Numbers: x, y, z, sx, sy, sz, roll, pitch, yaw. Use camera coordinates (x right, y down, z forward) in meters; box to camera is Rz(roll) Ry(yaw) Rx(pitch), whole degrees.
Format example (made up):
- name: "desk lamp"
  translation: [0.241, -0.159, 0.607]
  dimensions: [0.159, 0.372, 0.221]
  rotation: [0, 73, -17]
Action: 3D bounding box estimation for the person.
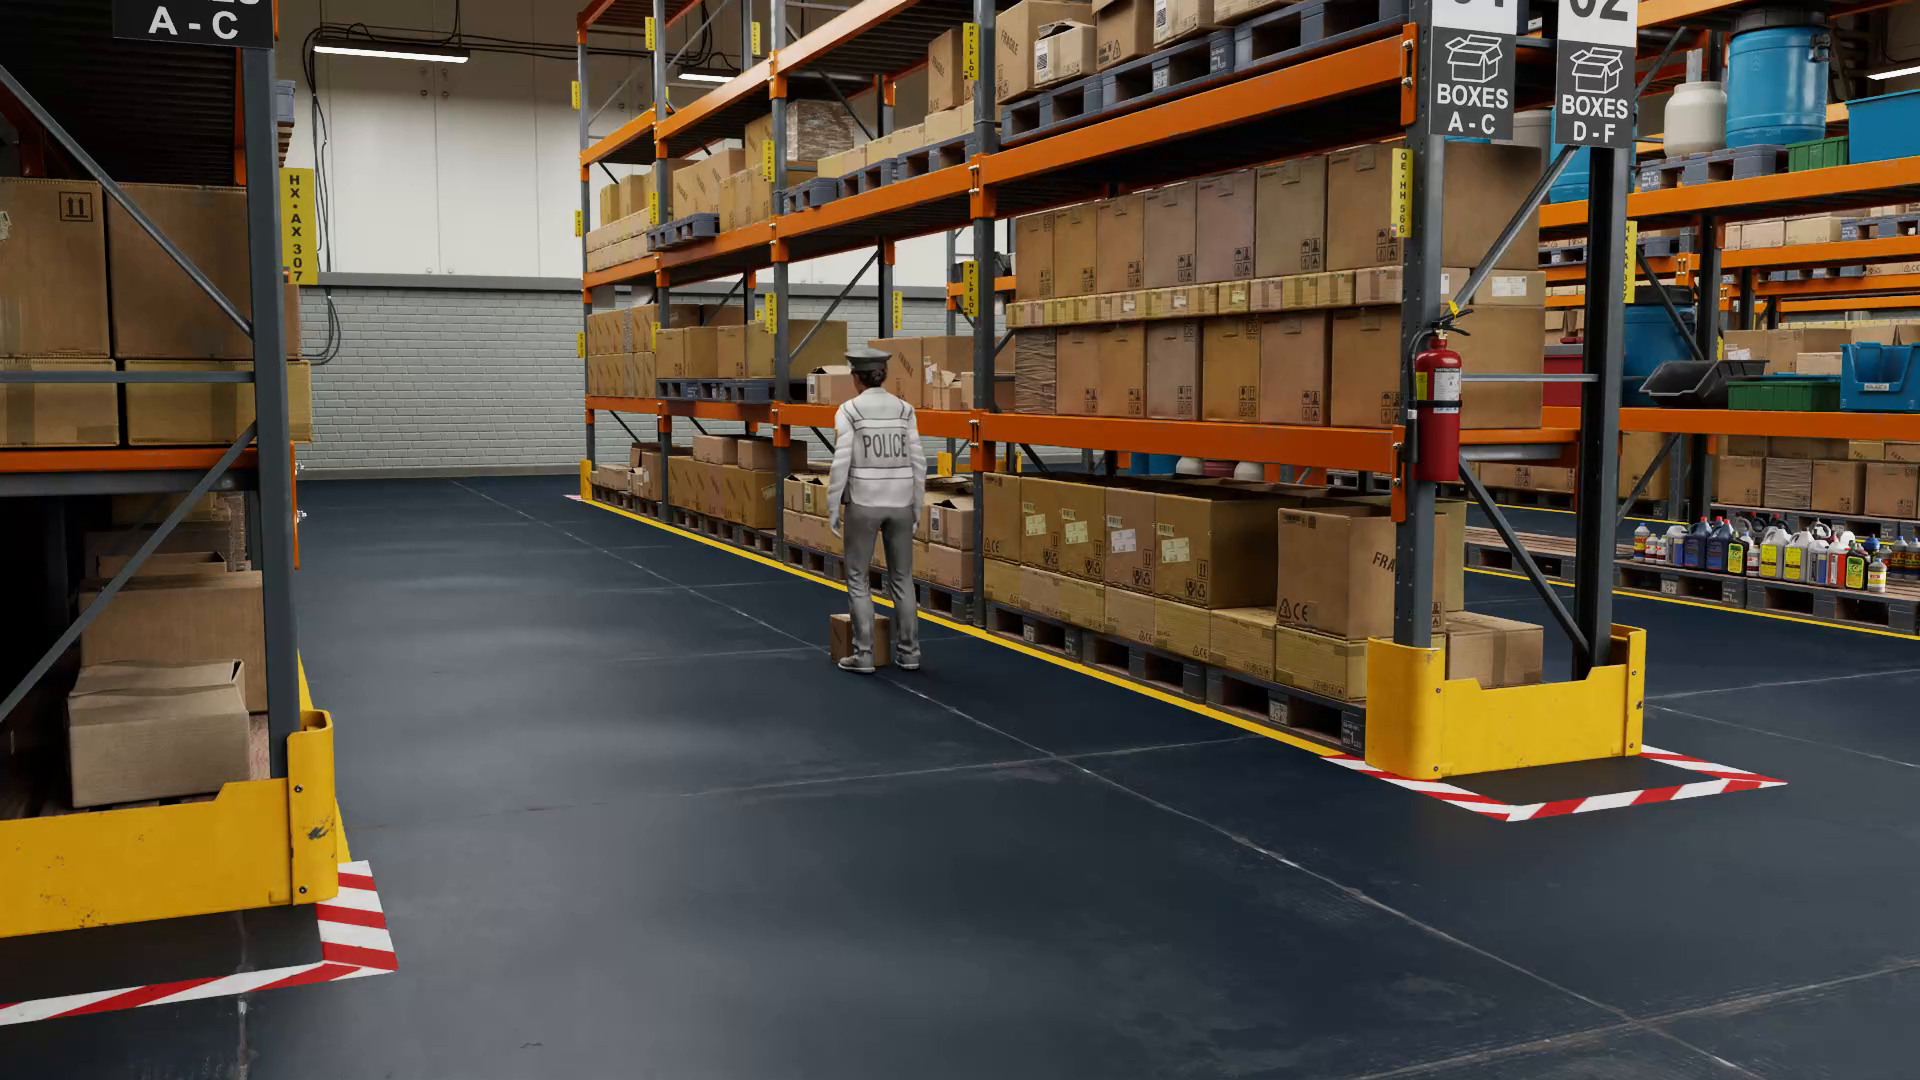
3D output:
- name: "person"
  translation: [-0.430, -0.152, 8.561]
  dimensions: [0.529, 1.664, 0.376]
  rotation: [-2, 6, -23]
